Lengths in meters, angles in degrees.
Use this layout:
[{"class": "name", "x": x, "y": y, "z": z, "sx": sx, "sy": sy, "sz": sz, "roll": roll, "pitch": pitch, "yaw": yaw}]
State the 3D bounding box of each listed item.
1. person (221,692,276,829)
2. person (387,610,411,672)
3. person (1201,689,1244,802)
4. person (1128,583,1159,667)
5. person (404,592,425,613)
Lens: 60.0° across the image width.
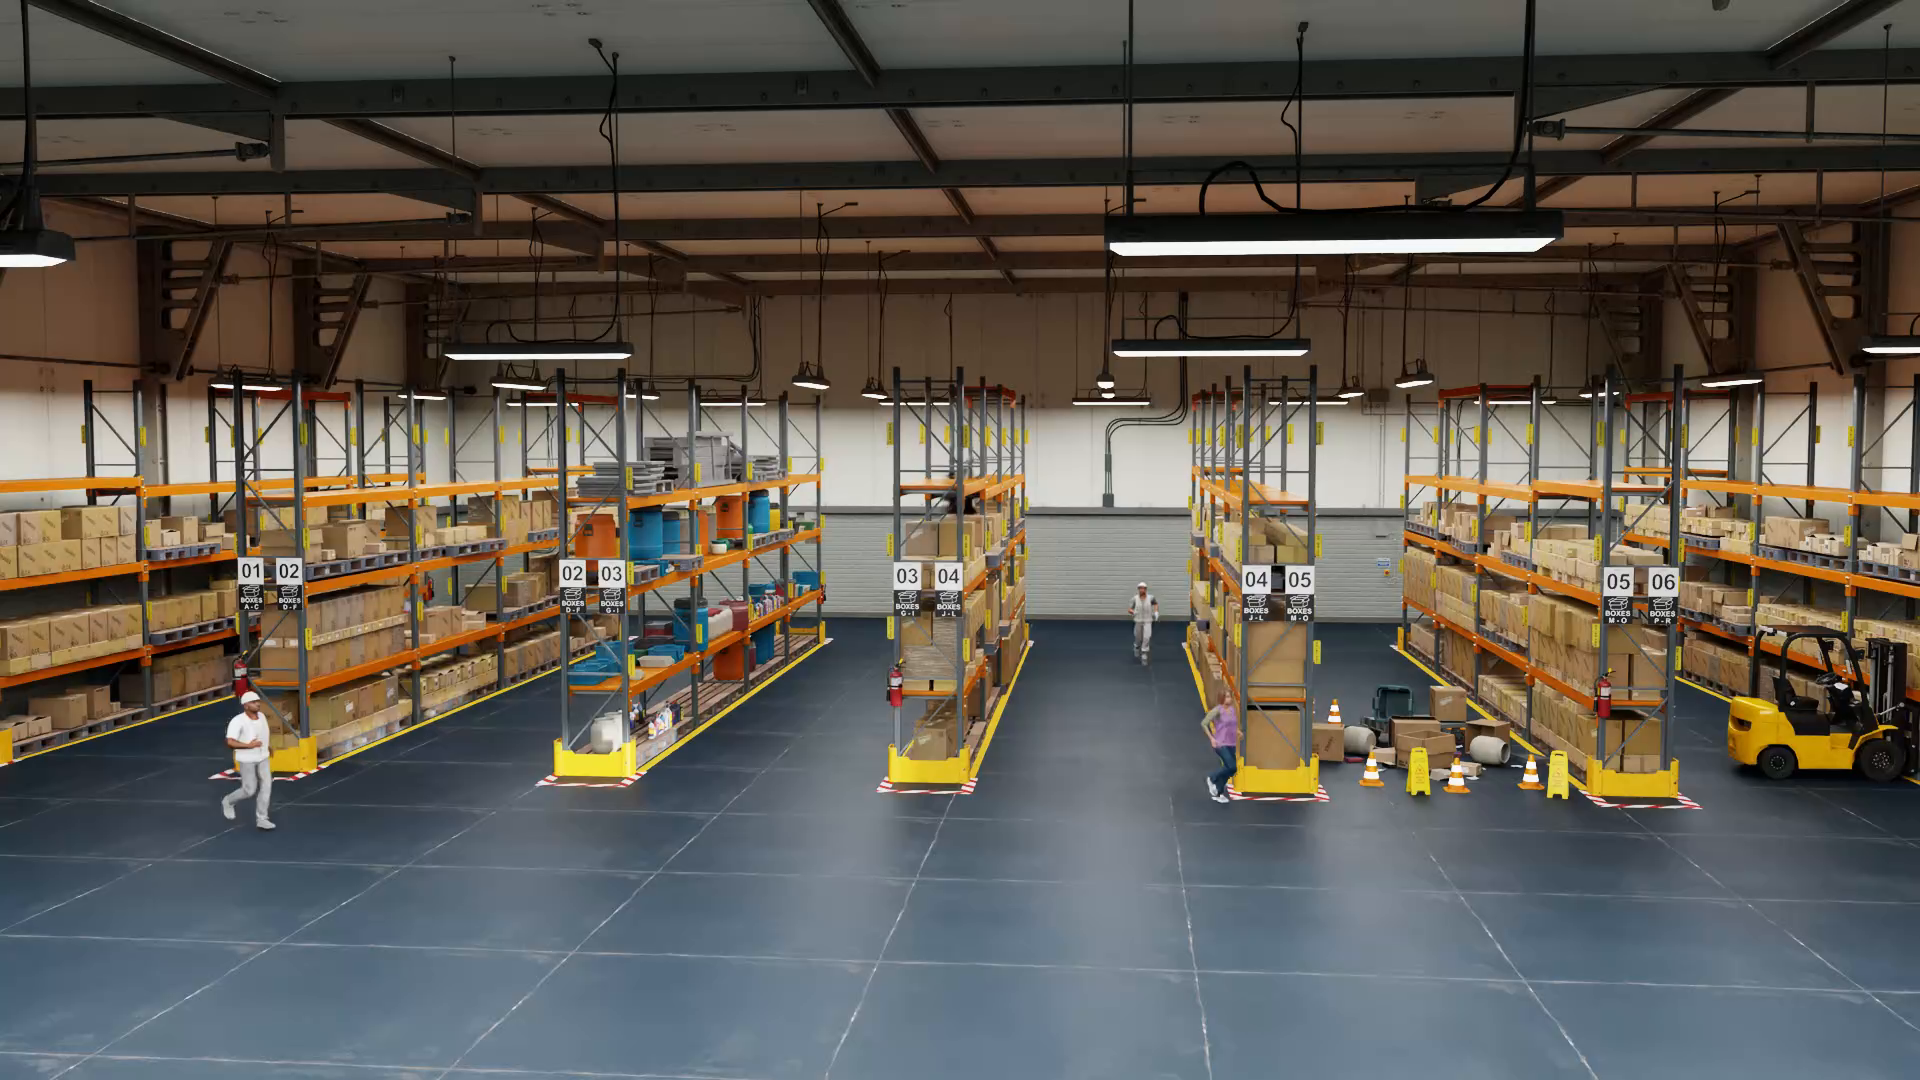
[{"class": "person", "x": -9.080, "y": 2.803, "z": 21.260, "sx": 0.822, "sy": 1.740, "sz": 0.715, "roll": 2, "pitch": 4, "yaw": 24}, {"class": "person", "x": -11.251, "y": 2.046, "z": 33.364, "sx": 0.653, "sy": 1.748, "sz": 0.921, "roll": 0, "pitch": 4, "yaw": 7}, {"class": "person", "x": 3.631, "y": 2.812, "z": 22.654, "sx": 0.524, "sy": 1.559, "sz": 0.539, "roll": -3, "pitch": 5, "yaw": -39}, {"class": "person", "x": 4.034, "y": 1.828, "z": 36.625, "sx": 0.671, "sy": 1.797, "sz": 1.001, "roll": 0, "pitch": 4, "yaw": 7}, {"class": "person", "x": -12.105, "y": 1.930, "z": 36.807, "sx": 0.614, "sy": 1.609, "sz": 0.575, "roll": 0, "pitch": 4, "yaw": -3}]
